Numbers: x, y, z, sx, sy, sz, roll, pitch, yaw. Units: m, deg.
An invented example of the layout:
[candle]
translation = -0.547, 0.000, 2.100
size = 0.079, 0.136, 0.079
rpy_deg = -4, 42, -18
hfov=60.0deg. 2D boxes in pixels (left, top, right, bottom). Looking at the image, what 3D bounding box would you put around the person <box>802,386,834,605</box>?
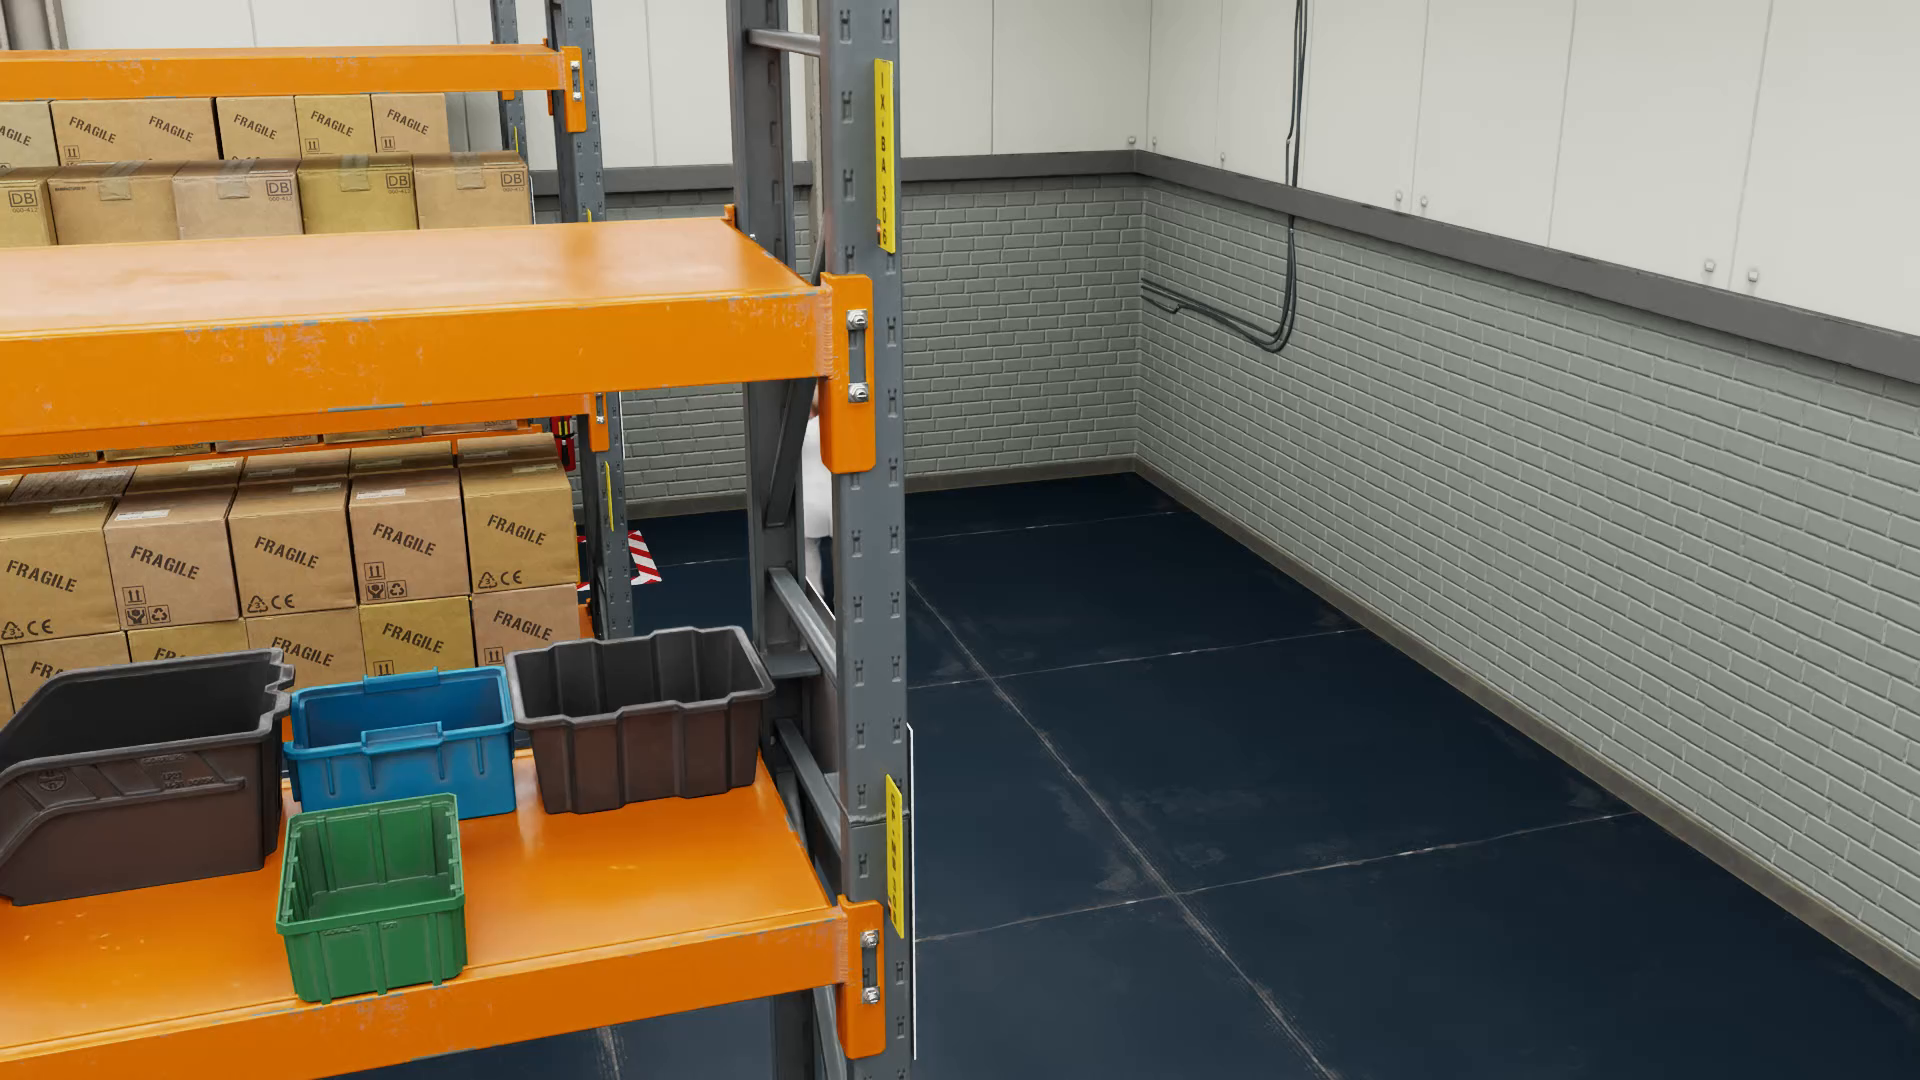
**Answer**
[person]
translation = -1.053, -0.309, 12.495
size = 0.527, 1.780, 0.551
rpy_deg = -6, 20, -18
